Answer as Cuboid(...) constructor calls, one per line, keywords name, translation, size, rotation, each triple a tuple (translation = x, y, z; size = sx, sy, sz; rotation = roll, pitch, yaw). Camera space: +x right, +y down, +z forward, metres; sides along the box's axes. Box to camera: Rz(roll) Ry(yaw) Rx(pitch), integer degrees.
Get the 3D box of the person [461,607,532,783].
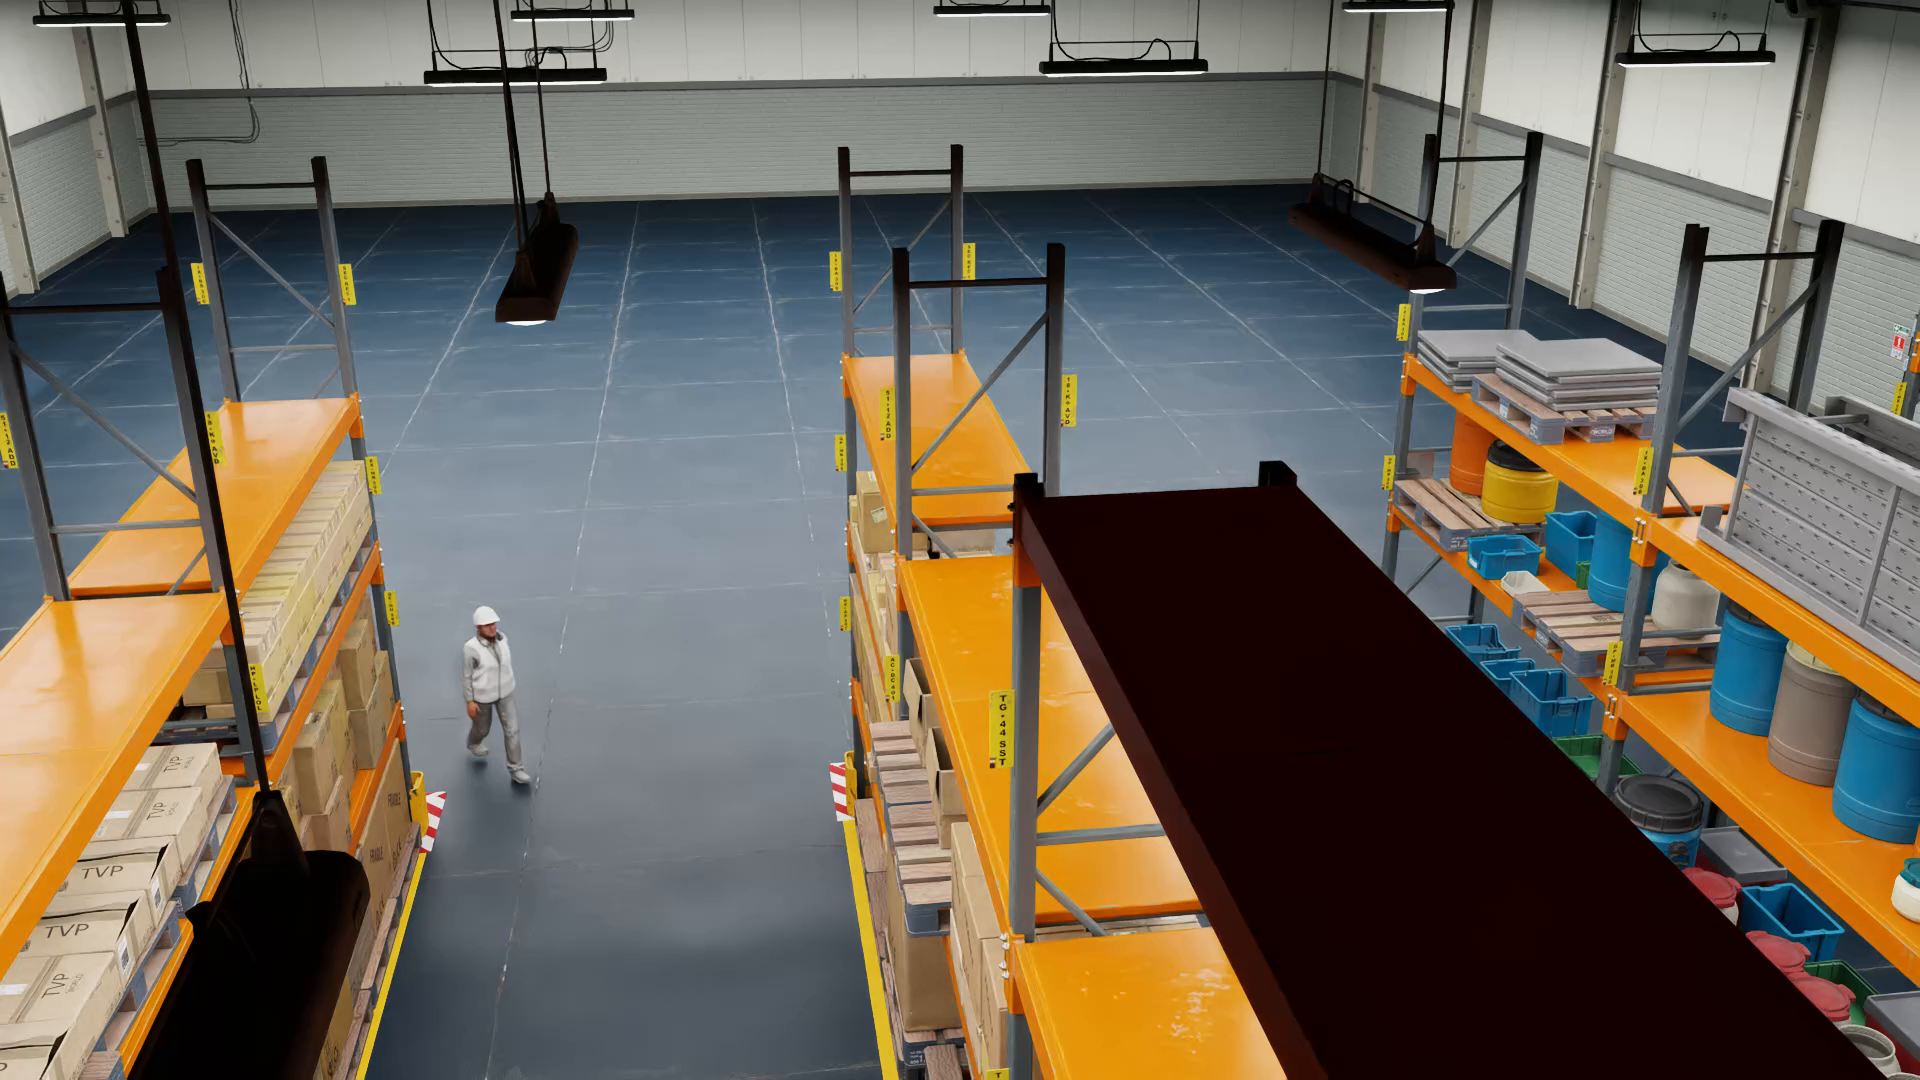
Cuboid(name="person", translation=(-4.463, 1.426, 15.703), size=(0.537, 1.737, 0.991), rotation=(-17, 27, -36))
